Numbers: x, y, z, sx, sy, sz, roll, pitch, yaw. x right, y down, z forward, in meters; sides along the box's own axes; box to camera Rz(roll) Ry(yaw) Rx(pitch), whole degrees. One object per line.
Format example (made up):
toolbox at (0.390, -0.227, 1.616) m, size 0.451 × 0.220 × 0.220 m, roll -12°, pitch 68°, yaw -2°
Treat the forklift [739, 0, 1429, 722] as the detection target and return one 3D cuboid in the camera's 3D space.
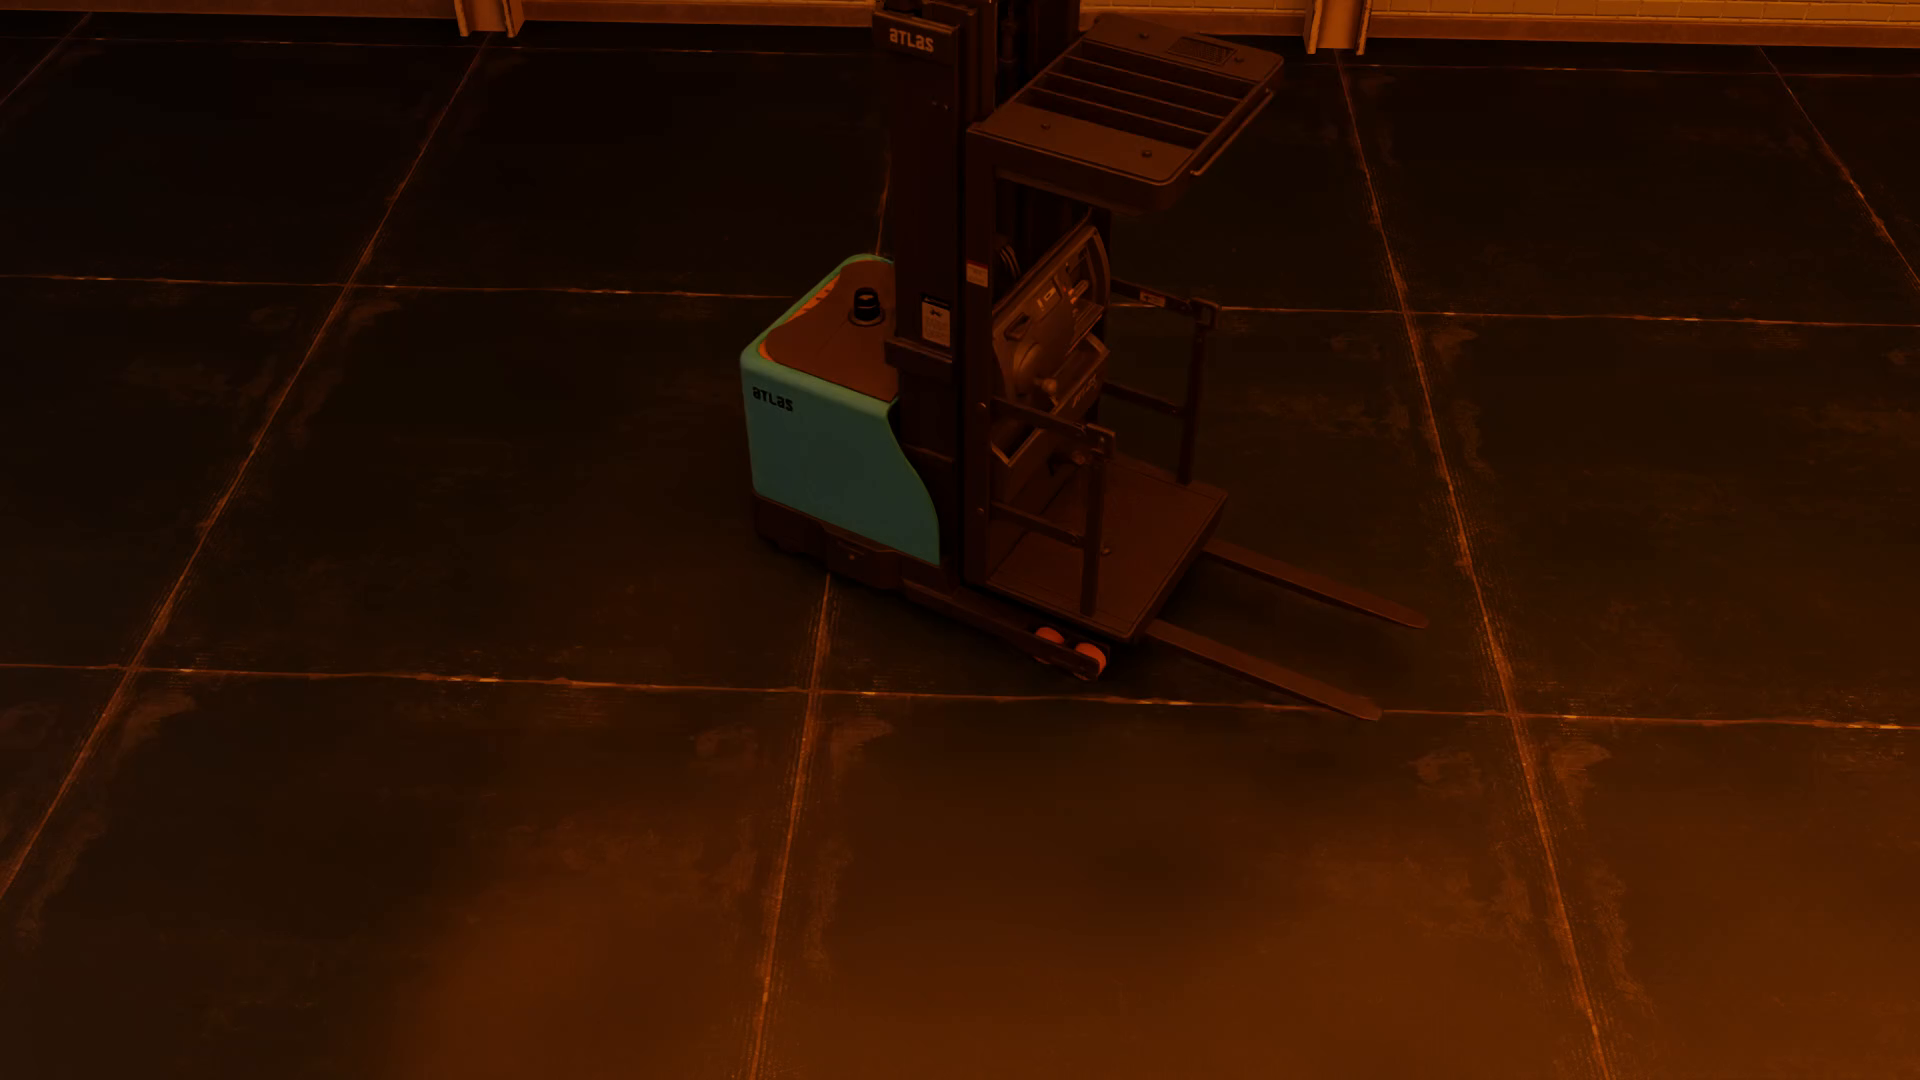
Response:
forklift at (0.555, -0.883, 6.710) m, size 3.031 × 2.935 × 1.130 m, roll 21°, pitch 46°, yaw 22°
